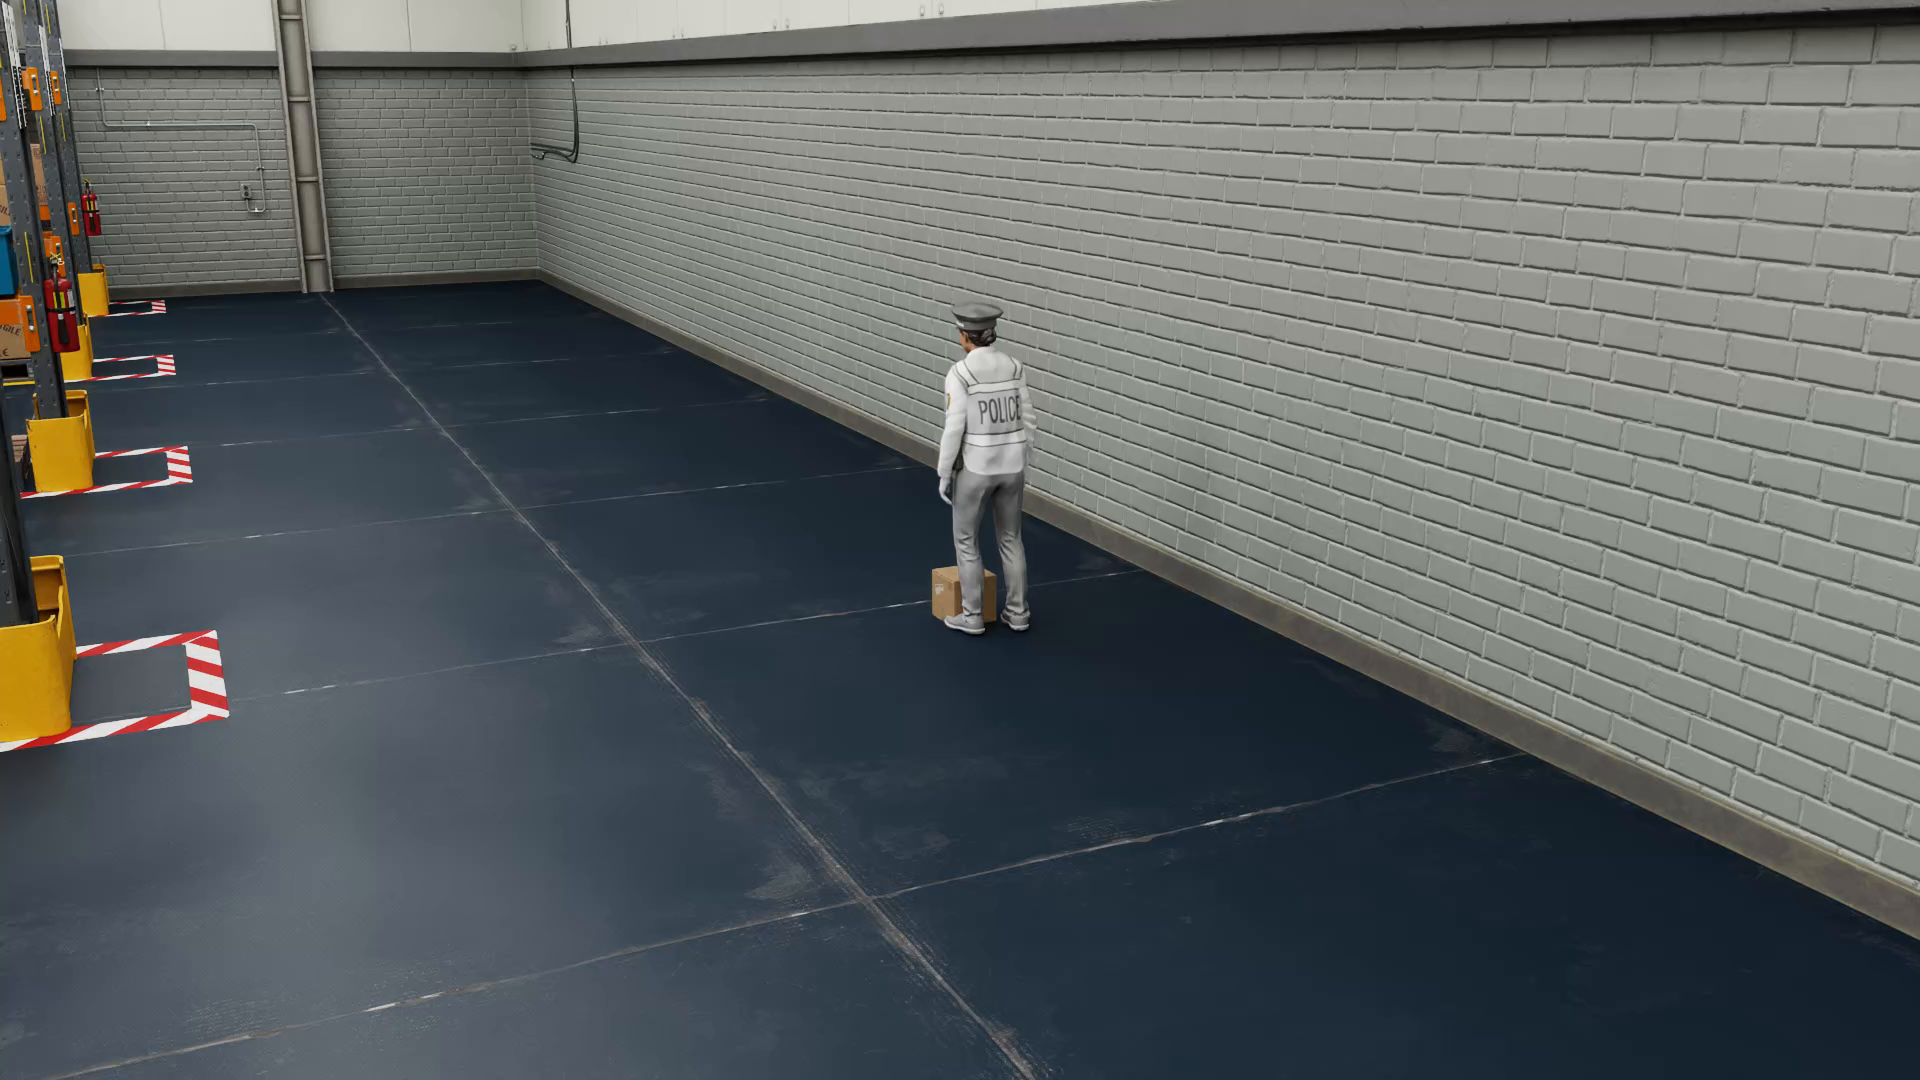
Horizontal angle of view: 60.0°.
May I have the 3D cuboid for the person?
[{"bbox_3d":[0.120,-0.341,8.259,0.542,1.662,0.415,-9,17,-28],"label":"person"}]
